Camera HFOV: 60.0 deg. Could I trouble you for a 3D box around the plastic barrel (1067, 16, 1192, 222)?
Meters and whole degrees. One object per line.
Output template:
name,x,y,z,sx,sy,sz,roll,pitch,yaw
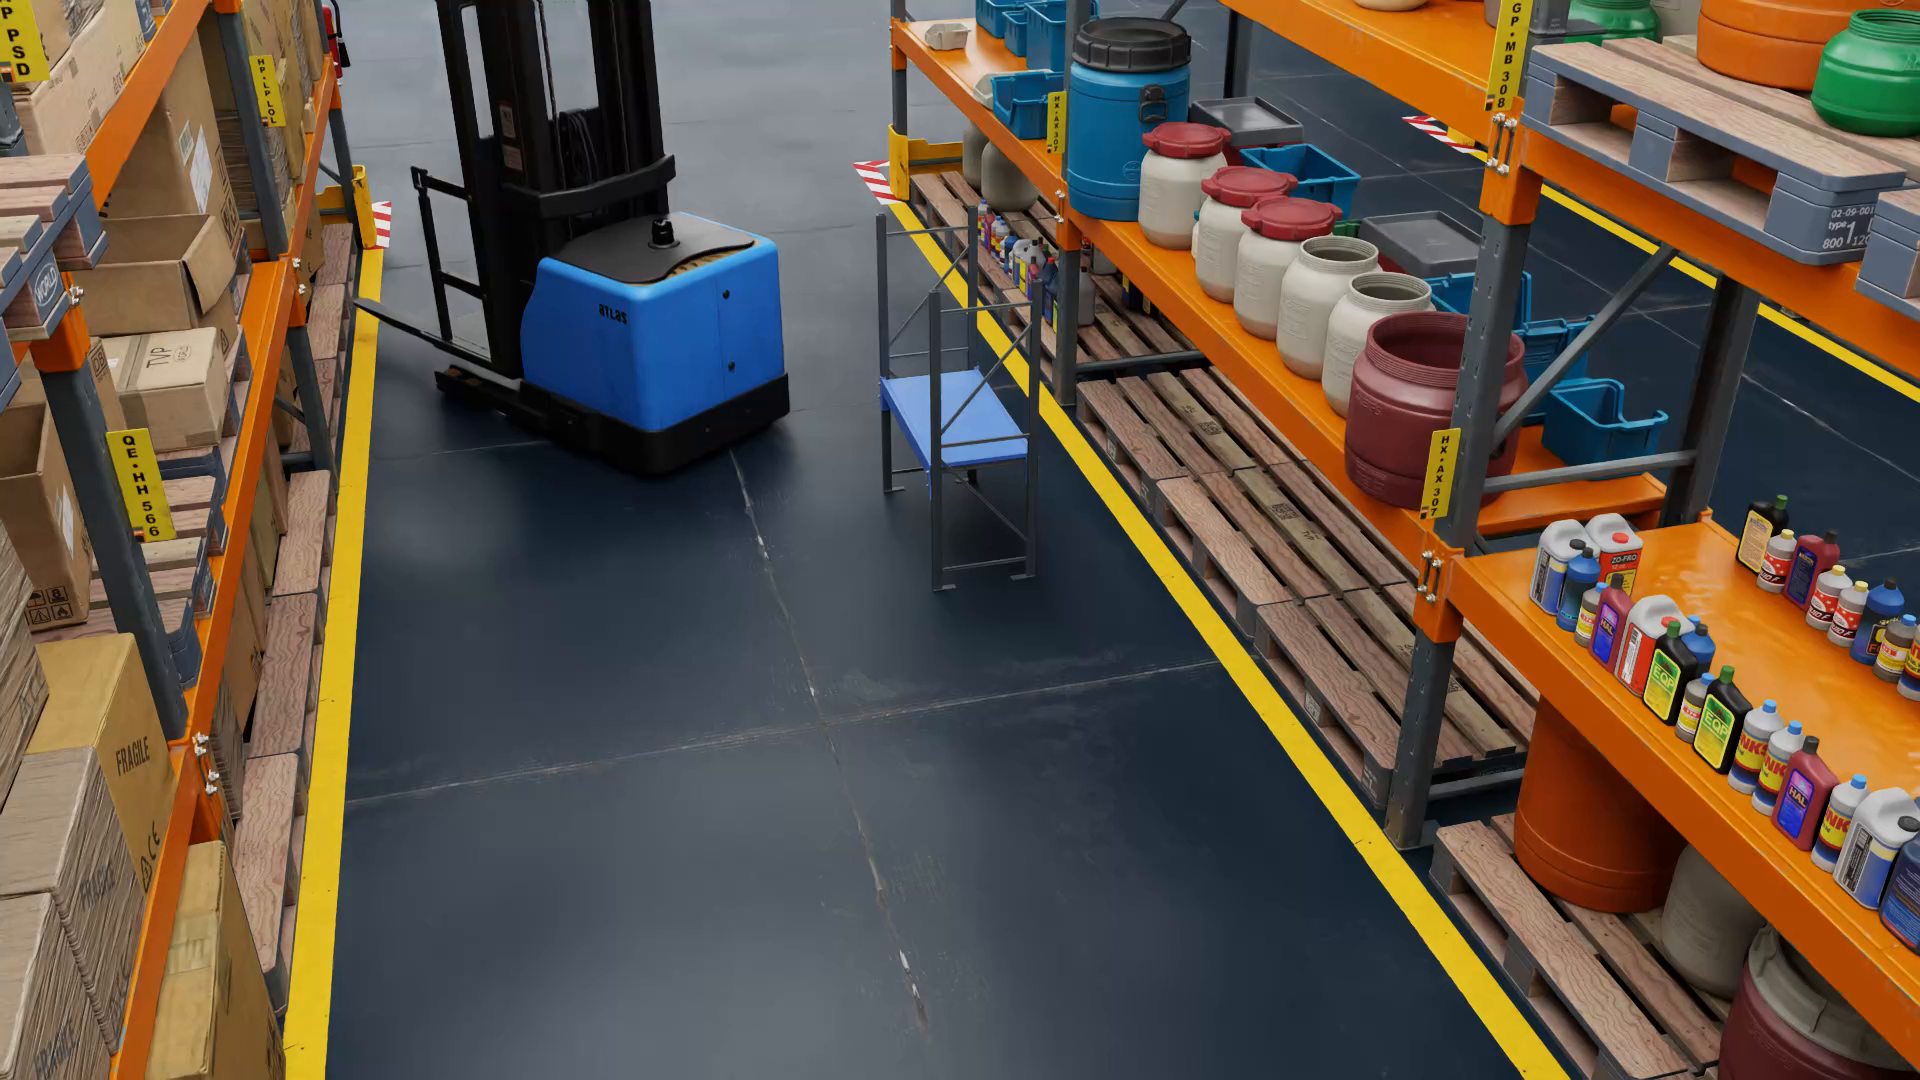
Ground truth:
plastic barrel,0.855,-2.143,8.458,0.600,0.901,0.708,-8,31,-13

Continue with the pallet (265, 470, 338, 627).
pallet,-3.523,0.088,7.887,1.003,0.211,1.213,-8,31,-13

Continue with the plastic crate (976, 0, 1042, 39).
plastic crate,0.404,-3.819,12.002,0.499,0.251,0.616,-8,31,-13

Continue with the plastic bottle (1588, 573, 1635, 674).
plastic bottle,1.952,0.246,4.947,0.061,0.283,0.133,-8,31,-13

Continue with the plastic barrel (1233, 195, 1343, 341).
plastic barrel,1.396,-1.157,7.120,0.433,0.535,0.433,0,30,0

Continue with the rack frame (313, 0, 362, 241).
rack frame,-4.793,-3.427,11.176,1.000,3.000,0.127,-8,31,-13

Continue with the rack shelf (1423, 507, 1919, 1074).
rack shelf,2.637,1.056,4.149,1.077,0.370,4.000,-8,31,-13

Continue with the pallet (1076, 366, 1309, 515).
pallet,1.290,-0.572,9.028,1.003,0.211,1.213,-8,31,-13

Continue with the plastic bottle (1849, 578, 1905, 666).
plastic bottle,2.751,0.237,4.975,0.097,0.271,0.097,0,30,0

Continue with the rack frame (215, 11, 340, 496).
rack frame,-3.731,-1.495,7.838,1.000,3.000,0.127,-8,31,-13

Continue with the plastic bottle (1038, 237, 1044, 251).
plastic bottle,0.522,-1.783,10.608,0.061,0.283,0.133,-8,31,-13

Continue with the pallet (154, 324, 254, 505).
pallet,-3.234,-0.430,6.191,1.003,0.211,1.213,-8,31,-13

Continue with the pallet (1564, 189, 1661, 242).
pallet,5.323,-2.583,12.502,1.003,0.211,1.213,-8,31,-13

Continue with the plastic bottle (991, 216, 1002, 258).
plastic bottle,0.254,-2.012,11.016,0.097,0.271,0.097,0,30,0

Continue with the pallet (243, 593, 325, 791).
pallet,-3.196,0.678,6.867,1.003,0.211,1.213,-8,31,-13

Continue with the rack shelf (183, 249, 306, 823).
rack shelf,-3.200,-0.217,6.349,1.077,0.370,4.000,-8,31,-13

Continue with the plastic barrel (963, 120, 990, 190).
plastic barrel,0.231,-2.882,12.300,0.421,0.512,0.421,0,30,0

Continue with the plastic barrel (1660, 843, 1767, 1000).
plastic barrel,2.488,1.169,5.301,0.421,0.512,0.421,0,30,0

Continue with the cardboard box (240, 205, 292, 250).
cardboard box,-3.498,-1.530,8.149,0.380,0.149,0.250,-8,31,-13

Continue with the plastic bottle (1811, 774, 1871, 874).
plastic bottle,2.220,0.704,4.168,0.097,0.271,0.097,0,30,0

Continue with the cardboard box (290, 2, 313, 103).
cardboard box,-4.334,-2.857,9.794,0.875,0.500,0.500,-8,31,-13

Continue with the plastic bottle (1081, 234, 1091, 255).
plastic bottle,0.855,-2.018,11.096,0.097,0.201,0.097,0,30,0

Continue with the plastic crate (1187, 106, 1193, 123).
plastic crate,1.028,-2.396,9.457,0.767,0.338,0.504,-8,31,-13

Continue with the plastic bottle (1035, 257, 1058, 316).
plastic bottle,0.544,-1.563,10.160,0.144,0.351,0.185,-9,31,-16

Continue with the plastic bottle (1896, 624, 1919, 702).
plastic bottle,2.802,0.331,4.813,0.097,0.271,0.097,0,30,0

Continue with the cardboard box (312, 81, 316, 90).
cardboard box,-4.336,-2.973,10.643,0.380,0.149,0.250,-8,31,-13

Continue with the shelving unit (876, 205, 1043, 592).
shelving unit,-0.023,-0.690,7.945,0.538,1.500,1.048,-8,31,-13

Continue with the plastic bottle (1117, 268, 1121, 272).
plastic bottle,1.067,-1.939,10.810,0.144,0.351,0.185,-8,31,-14

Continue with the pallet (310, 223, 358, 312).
pallet,-4.591,-1.786,11.125,1.003,0.211,1.213,-8,31,-13

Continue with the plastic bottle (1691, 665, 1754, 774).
plastic bottle,2.085,0.487,4.531,0.061,0.283,0.133,-8,31,-13

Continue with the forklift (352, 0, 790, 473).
forklift,-2.419,-2.219,9.158,3.031,2.935,1.130,22,37,33

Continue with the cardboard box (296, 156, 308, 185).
cardboard box,-3.747,-2.015,8.988,0.380,0.149,0.250,-8,31,-13

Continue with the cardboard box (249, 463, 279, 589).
cardboard box,-3.480,-0.071,7.434,0.700,0.500,0.500,-8,31,-14

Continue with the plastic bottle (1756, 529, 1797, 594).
plastic bottle,2.638,0.061,5.348,0.097,0.201,0.097,0,30,0

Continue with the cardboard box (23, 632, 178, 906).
cardboard box,-2.300,0.599,4.120,0.500,0.500,0.500,-7,31,-12

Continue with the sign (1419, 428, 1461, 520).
sign,1.577,-0.215,5.465,0.100,0.325,0.005,-8,31,-13

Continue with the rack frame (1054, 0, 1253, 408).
rack frame,1.044,-2.153,8.976,1.000,3.000,0.127,-8,31,-13

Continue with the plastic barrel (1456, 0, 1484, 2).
plastic barrel,1.924,-2.447,6.060,0.600,0.830,0.708,-8,31,-13

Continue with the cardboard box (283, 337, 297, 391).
cardboard box,-3.958,-1.069,9.178,0.500,0.500,0.500,2,30,3

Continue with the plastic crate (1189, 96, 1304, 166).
plastic crate,1.468,-1.988,8.626,0.402,0.464,0.583,-8,31,-13

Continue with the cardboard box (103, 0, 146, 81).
cardboard box,-2.830,-1.552,5.092,0.500,0.250,0.500,-7,31,-12

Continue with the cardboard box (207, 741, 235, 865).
cardboard box,-2.867,1.008,5.571,0.700,0.500,0.500,-9,31,-16

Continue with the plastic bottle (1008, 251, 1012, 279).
plastic bottle,0.362,-1.786,10.696,0.097,0.201,0.097,0,30,0

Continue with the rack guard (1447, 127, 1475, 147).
rack guard,4.753,-3.672,14.094,1.175,0.500,0.348,-8,31,-13

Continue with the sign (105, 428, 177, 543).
sign,-2.135,-0.139,4.340,0.100,0.325,0.005,-8,31,-13

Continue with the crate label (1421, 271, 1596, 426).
crate label,2.103,-0.752,6.520,0.502,0.435,0.616,-8,31,-13

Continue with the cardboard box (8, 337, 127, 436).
cardboard box,-3.096,-0.300,5.254,0.700,0.500,0.500,-3,30,-6

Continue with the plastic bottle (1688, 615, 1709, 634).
plastic bottle,2.147,0.315,4.911,0.097,0.201,0.097,0,30,0

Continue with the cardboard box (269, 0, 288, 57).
cardboard box,-3.872,-2.833,8.756,0.500,0.500,0.500,-8,31,-13
